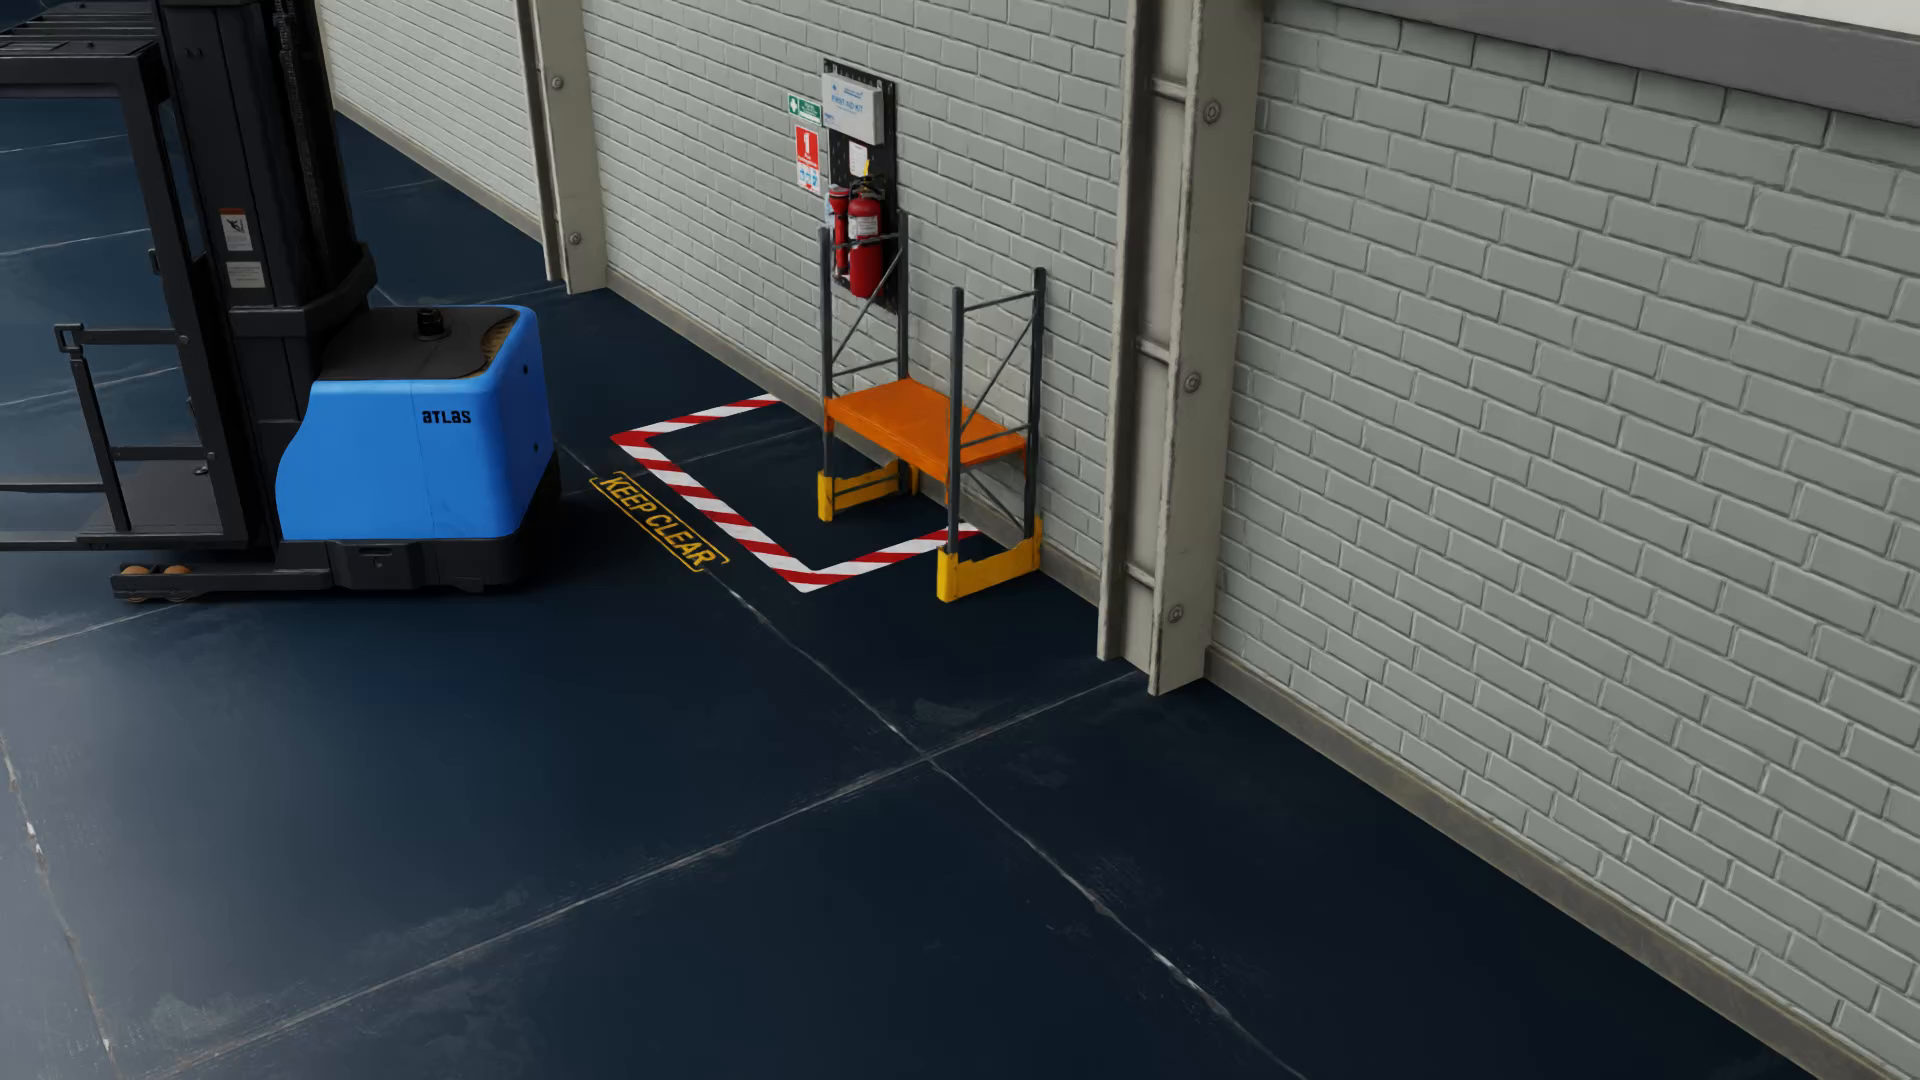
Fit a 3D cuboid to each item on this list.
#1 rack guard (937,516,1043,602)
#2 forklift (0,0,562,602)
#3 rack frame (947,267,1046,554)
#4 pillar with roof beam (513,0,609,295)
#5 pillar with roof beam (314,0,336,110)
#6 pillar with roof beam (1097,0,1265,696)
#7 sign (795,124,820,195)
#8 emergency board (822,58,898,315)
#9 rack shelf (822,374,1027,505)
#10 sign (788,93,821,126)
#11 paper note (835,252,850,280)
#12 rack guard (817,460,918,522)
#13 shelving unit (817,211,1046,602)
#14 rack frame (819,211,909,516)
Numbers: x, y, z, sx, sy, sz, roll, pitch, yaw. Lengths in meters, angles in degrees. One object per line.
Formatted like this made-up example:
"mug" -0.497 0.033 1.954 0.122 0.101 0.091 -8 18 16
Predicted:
"rack guard" 0.143 0.087 7.811 0.587 0.250 0.087 -19 34 -33
"forklift" -3.553 -1.254 7.488 3.031 2.935 1.130 -1 29 -1
"rack frame" 0.157 -0.465 7.518 0.500 1.500 0.032 -19 34 -33
"pillar with roof beam" -6.150 -4.552 7.202 9.100 9.000 0.400 -19 34 -31
"pillar with roof beam" -9.631 -6.884 11.497 9.100 9.000 0.400 -19 34 -31
"pillar with roof beam" -2.670 -2.219 2.907 9.100 9.000 0.400 -19 34 -31
"sign" -0.802 -2.005 8.762 0.001 0.329 0.234 -19 34 -31
"emergency board" -0.566 -1.746 8.322 0.194 1.169 0.643 -19 34 -31
"rack shelf" -0.158 -0.500 7.954 0.538 0.185 1.000 -19 34 -33
"sign" -0.807 -2.234 8.627 0.001 0.109 0.331 -19 34 -31
"paper note" -0.612 -1.447 8.694 0.016 0.148 0.142 -19 34 -31
"rack guard" -0.467 -0.292 8.501 0.587 0.250 0.087 -19 34 -33
"shelving unit" -0.149 -0.655 7.863 0.587 1.500 1.083 -19 34 -33
"rack frame" -0.466 -0.852 8.222 0.500 1.500 0.032 -19 34 -33
